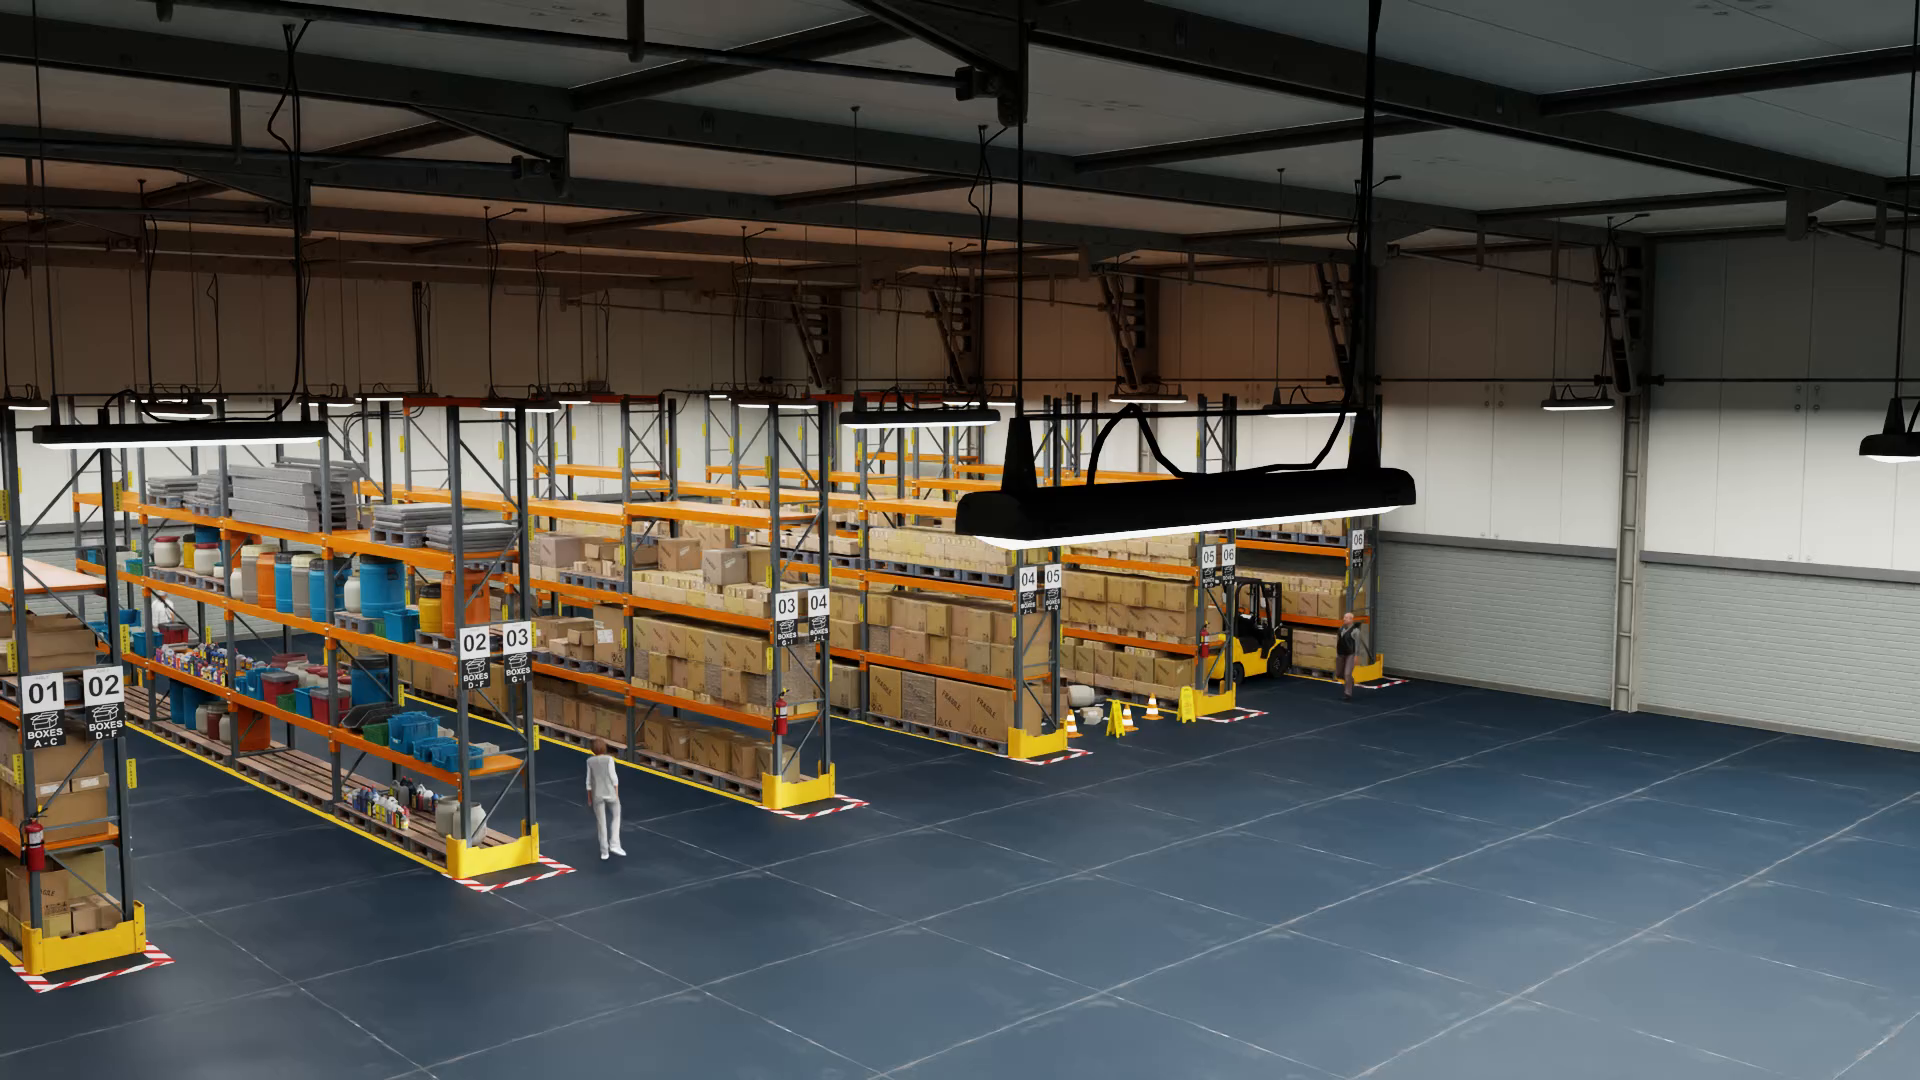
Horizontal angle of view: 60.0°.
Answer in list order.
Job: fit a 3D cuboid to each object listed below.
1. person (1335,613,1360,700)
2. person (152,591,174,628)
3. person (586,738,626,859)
[{"bbox_3d":[7.729,2.285,32.961,0.529,1.704,0.709,5,8,43],"label":"person"},{"bbox_3d":[-17.891,1.910,37.278,0.532,1.641,0.805,-1,6,-9],"label":"person"},{"bbox_3d":[-4.699,3.424,21.970,0.495,1.603,0.496,-1,6,-5],"label":"person"}]
